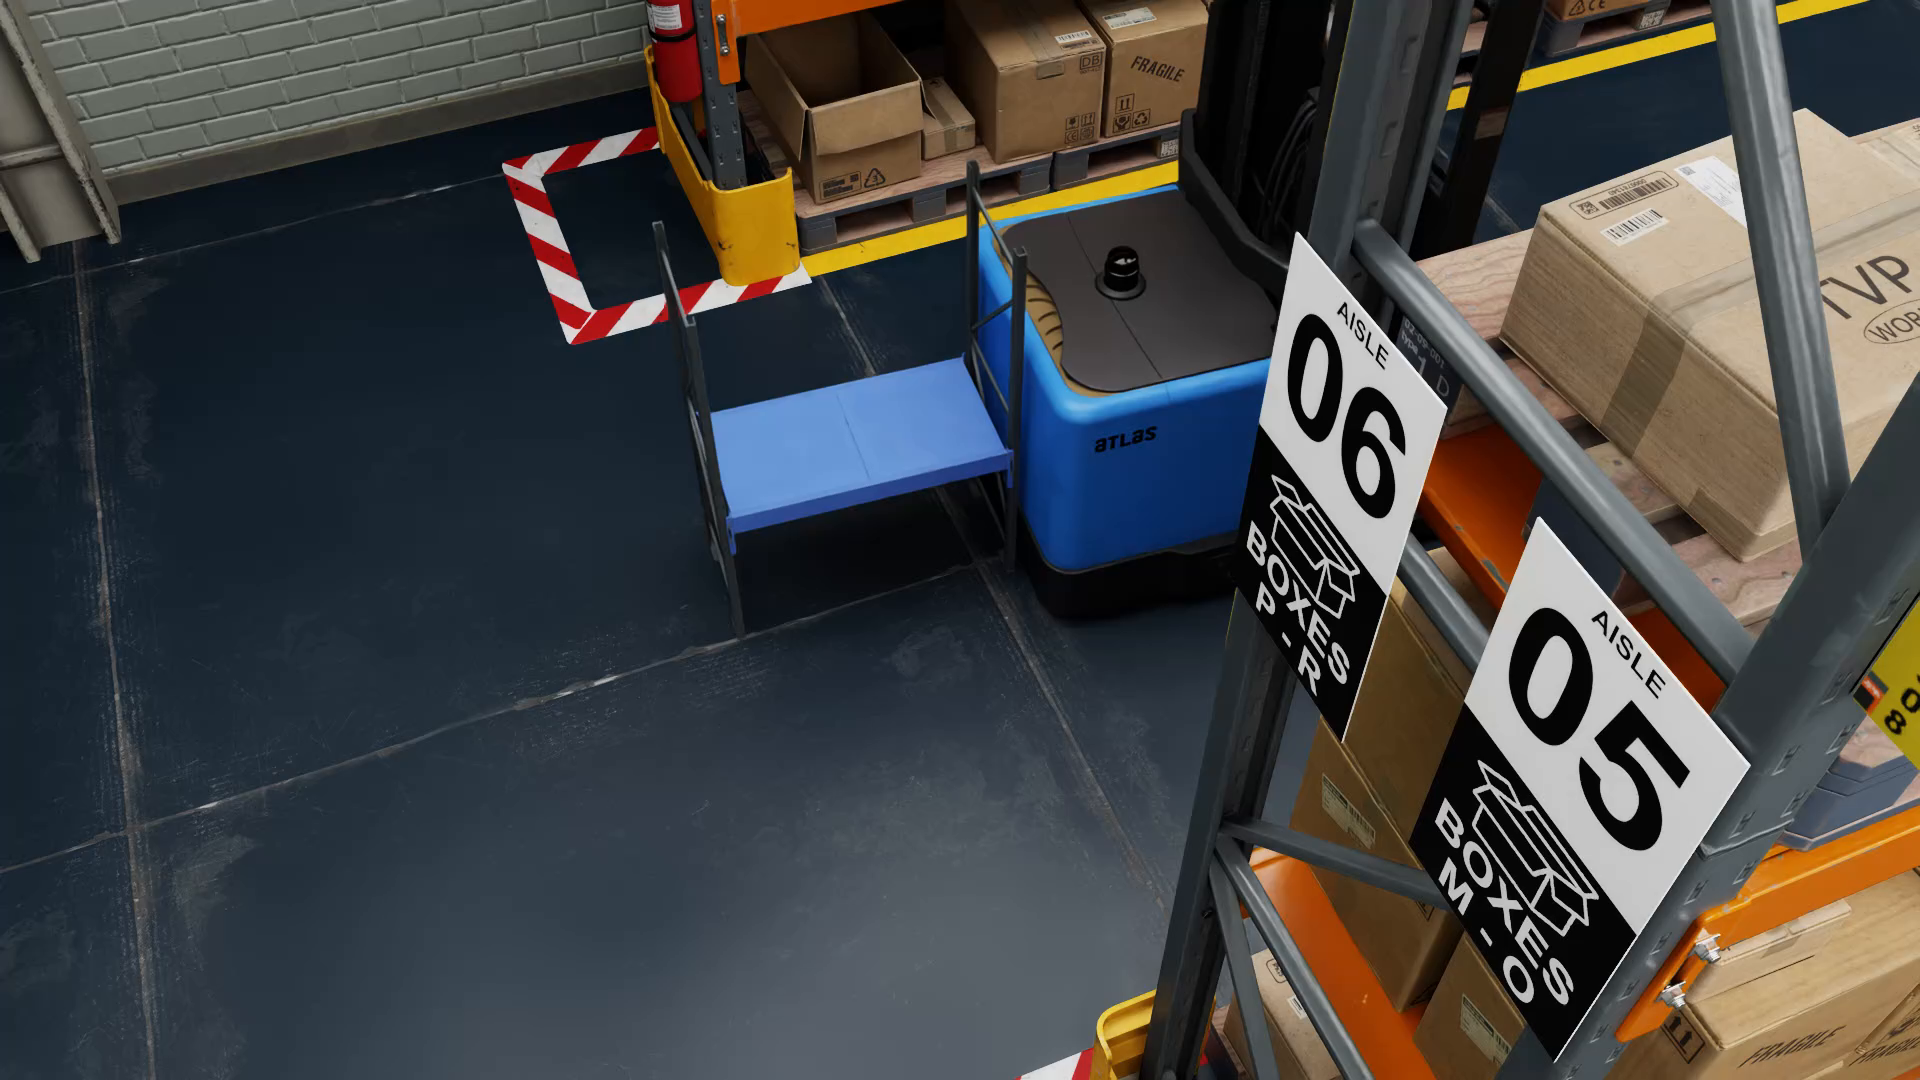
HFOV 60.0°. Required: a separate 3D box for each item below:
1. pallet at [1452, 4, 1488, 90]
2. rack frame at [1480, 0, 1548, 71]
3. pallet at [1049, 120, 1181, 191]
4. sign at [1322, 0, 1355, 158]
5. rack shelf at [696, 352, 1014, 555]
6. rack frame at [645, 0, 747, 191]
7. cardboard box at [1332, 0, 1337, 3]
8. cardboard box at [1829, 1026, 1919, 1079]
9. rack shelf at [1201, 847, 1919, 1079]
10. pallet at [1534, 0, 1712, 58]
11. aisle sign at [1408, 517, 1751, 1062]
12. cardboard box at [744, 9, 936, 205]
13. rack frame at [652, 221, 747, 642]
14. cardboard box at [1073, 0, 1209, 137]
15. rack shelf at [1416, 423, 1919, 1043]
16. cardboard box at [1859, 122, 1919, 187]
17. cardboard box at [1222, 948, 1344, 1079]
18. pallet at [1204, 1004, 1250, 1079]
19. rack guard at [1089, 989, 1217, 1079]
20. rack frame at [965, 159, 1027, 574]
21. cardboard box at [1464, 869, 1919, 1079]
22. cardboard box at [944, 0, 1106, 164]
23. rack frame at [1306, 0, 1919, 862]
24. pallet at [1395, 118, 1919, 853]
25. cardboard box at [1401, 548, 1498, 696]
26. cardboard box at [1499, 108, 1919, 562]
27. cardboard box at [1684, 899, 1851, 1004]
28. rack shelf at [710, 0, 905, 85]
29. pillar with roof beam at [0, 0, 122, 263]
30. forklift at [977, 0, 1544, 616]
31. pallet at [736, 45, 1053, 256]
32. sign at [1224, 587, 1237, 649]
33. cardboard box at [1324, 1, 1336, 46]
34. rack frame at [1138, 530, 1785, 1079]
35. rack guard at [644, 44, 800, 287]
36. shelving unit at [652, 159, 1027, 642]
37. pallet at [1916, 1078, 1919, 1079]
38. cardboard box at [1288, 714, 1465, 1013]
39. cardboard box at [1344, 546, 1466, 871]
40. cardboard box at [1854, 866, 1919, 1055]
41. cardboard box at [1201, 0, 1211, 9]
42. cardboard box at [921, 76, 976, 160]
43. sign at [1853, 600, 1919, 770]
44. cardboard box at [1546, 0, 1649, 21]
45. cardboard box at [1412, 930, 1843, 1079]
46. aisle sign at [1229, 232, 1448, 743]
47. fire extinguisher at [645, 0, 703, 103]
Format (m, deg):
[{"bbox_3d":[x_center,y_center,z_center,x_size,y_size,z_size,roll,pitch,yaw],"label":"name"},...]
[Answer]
[{"bbox_3d":[1.936,-2.538,8.291,1.213,0.211,1.003,-17,52,-14],"label":"pallet"},{"bbox_3d":[2.572,-3.643,7.402,0.127,3.000,1.000,-17,52,-14],"label":"rack frame"},{"bbox_3d":[0.805,-2.185,7.988,1.213,0.211,1.003,-17,52,-14],"label":"pallet"},{"bbox_3d":[0.557,-0.636,2.310,0.005,0.325,0.100,-17,52,-14],"label":"sign"},{"bbox_3d":[-0.371,-0.312,5.766,1.000,0.185,0.538,-14,51,-12],"label":"rack shelf"},{"bbox_3d":[-1.131,-2.496,6.416,0.127,3.000,1.000,-17,52,-14],"label":"rack frame"},{"bbox_3d":[1.872,-2.880,8.242,0.500,0.311,0.500,-16,51,-13],"label":"cardboard box"},{"bbox_3d":[1.760,0.856,3.472,0.500,0.500,0.500,-18,52,-15],"label":"cardboard box"},{"bbox_3d":[2.601,0.650,4.189,4.000,0.370,1.077,-17,52,-14],"label":"rack shelf"},{"bbox_3d":[3.311,-2.995,8.683,1.213,0.211,1.003,-17,52,-14],"label":"pallet"},{"bbox_3d":[0.793,0.367,2.244,0.004,0.787,0.394,-17,52,-14],"label":"aisle sign"},{"bbox_3d":[-0.528,-1.928,7.297,0.637,0.503,0.797,-19,52,-16],"label":"cardboard box"},{"bbox_3d":[-0.855,-0.310,5.527,0.032,1.500,0.500,-14,51,-12],"label":"rack frame"},{"bbox_3d":[0.805,-2.226,7.556,0.500,0.500,0.500,-16,51,-14],"label":"cardboard box"},{"bbox_3d":[2.601,-0.327,3.051,4.000,0.370,1.077,-17,52,-14],"label":"rack shelf"},{"bbox_3d":[1.490,-0.444,2.500,0.250,0.149,0.380,-21,52,-17],"label":"cardboard box"},{"bbox_3d":[1.323,1.428,4.459,0.875,0.438,0.875,-19,52,-15],"label":"cardboard box"},{"bbox_3d":[1.460,1.613,4.725,1.213,0.211,1.003,-17,52,-14],"label":"pallet"},{"bbox_3d":[0.727,1.810,4.366,0.348,0.500,1.175,-17,52,-14],"label":"rack guard"},{"bbox_3d":[0.112,-0.548,5.732,0.032,1.500,0.500,-14,51,-12],"label":"rack frame"},{"bbox_3d":[1.302,0.693,2.952,0.500,0.500,0.500,-18,52,-15],"label":"cardboard box"},{"bbox_3d":[0.278,-2.145,7.486,0.500,0.500,0.700,-15,51,-13],"label":"cardboard box"},{"bbox_3d":[0.750,-0.965,1.147,0.127,3.000,1.000,-17,52,-14],"label":"rack frame"},{"bbox_3d":[1.433,-0.179,2.508,1.213,0.211,1.003,-17,52,-14],"label":"pallet"},{"bbox_3d":[1.006,0.176,2.969,0.250,0.149,0.380,-17,51,-14],"label":"cardboard box"},{"bbox_3d":[1.132,-0.301,2.310,0.500,0.250,0.500,-22,53,-18],"label":"cardboard box"},{"bbox_3d":[1.183,0.512,2.680,0.250,0.149,0.380,-16,51,-13],"label":"cardboard box"},{"bbox_3d":[0.721,-2.835,7.182,4.000,0.370,1.077,-17,52,-14],"label":"rack shelf"},{"bbox_3d":[-2.340,-1.286,1.423,0.400,9.000,9.100,-17,52,-14],"label":"pillar with roof beam"},{"bbox_3d":[1.594,-1.347,5.475,3.031,2.935,1.130,-14,51,-12],"label":"forklift"},{"bbox_3d":[-0.322,-1.838,7.690,1.213,0.211,1.003,-17,52,-14],"label":"pallet"},{"bbox_3d":[0.557,0.150,3.225,0.005,0.325,0.100,-17,52,-14],"label":"sign"},{"bbox_3d":[1.837,-2.421,7.877,0.258,0.266,0.396,-16,51,-13],"label":"cardboard box"},{"bbox_3d":[0.750,0.989,3.423,0.127,3.000,1.000,-17,52,-14],"label":"rack frame"},{"bbox_3d":[-1.060,-1.703,7.383,0.348,0.500,1.175,-17,52,-14],"label":"rack guard"},{"bbox_3d":[-0.371,-0.429,5.630,1.048,1.500,0.538,-14,51,-12],"label":"shelving unit"},{"bbox_3d":[2.588,1.266,5.023,1.213,0.211,1.003,-17,52,-14],"label":"pallet"},{"bbox_3d":[1.096,0.632,3.664,0.500,0.500,0.500,-17,51,-14],"label":"cardboard box"},{"bbox_3d":[1.106,0.325,3.268,0.500,0.500,0.500,-16,51,-13],"label":"cardboard box"},{"bbox_3d":[1.777,0.540,3.084,0.500,0.500,0.500,-18,52,-15],"label":"cardboard box"},{"bbox_3d":[1.239,-2.443,7.741,0.500,0.500,0.700,-19,52,-16],"label":"cardboard box"},{"bbox_3d":[-0.120,-1.907,7.513,0.250,0.149,0.380,-19,52,-16],"label":"cardboard box"},{"bbox_3d":[0.954,0.093,1.587,0.005,0.325,0.100,-17,52,-14],"label":"sign"},{"bbox_3d":[3.105,-2.946,8.174,0.500,0.500,0.500,-15,51,-13],"label":"cardboard box"},{"bbox_3d":[1.303,1.021,3.330,0.500,0.500,0.500,-18,52,-15],"label":"cardboard box"},{"bbox_3d":[0.566,-0.055,2.606,0.004,0.787,0.394,-17,52,-14],"label":"aisle sign"},{"bbox_3d":[-1.092,-1.982,6.272,0.183,0.674,0.296,-17,52,-14],"label":"fire extinguisher"}]
